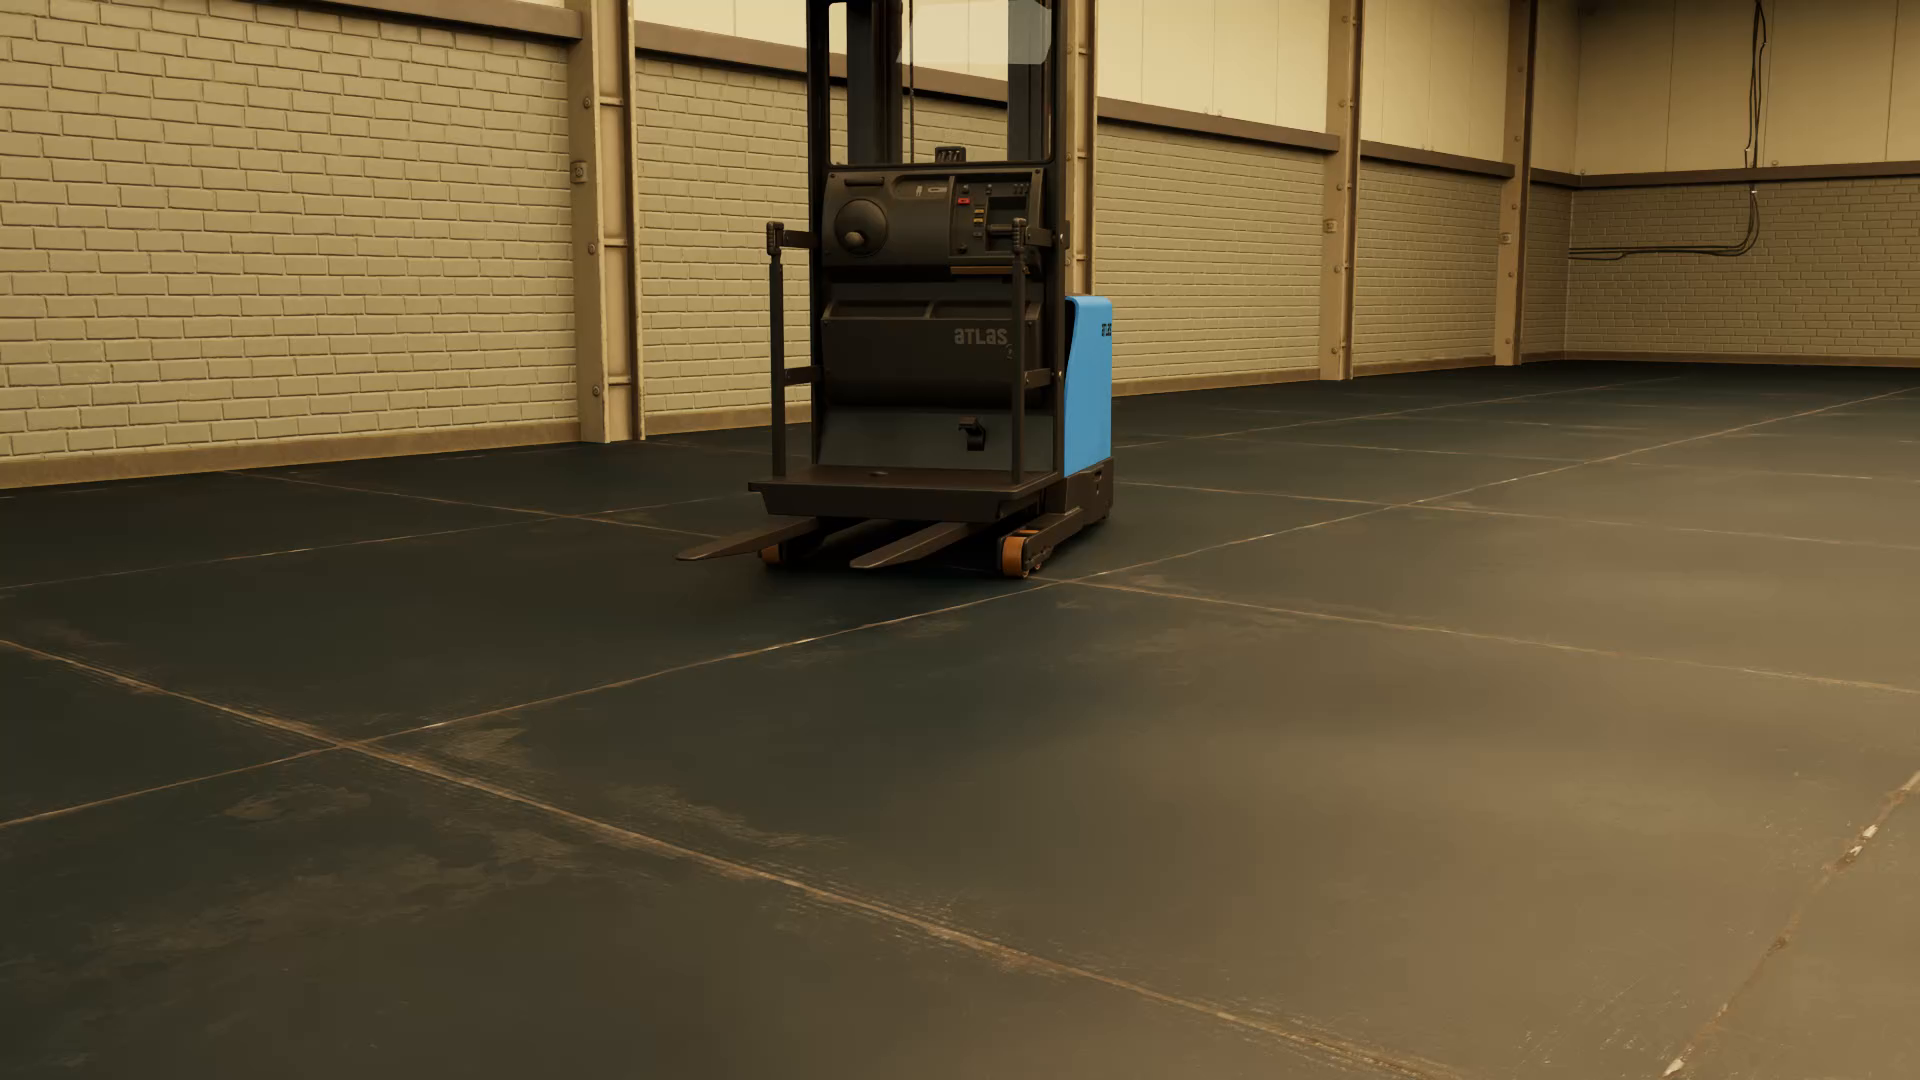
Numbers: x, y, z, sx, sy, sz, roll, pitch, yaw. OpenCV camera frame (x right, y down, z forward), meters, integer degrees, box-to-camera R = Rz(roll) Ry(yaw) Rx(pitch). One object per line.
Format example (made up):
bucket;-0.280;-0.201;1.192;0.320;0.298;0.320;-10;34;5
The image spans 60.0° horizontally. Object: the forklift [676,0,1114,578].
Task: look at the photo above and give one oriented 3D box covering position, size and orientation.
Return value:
forklift;-0.176;-1.366;6.616;1.130;2.935;3.031;3;9;17
